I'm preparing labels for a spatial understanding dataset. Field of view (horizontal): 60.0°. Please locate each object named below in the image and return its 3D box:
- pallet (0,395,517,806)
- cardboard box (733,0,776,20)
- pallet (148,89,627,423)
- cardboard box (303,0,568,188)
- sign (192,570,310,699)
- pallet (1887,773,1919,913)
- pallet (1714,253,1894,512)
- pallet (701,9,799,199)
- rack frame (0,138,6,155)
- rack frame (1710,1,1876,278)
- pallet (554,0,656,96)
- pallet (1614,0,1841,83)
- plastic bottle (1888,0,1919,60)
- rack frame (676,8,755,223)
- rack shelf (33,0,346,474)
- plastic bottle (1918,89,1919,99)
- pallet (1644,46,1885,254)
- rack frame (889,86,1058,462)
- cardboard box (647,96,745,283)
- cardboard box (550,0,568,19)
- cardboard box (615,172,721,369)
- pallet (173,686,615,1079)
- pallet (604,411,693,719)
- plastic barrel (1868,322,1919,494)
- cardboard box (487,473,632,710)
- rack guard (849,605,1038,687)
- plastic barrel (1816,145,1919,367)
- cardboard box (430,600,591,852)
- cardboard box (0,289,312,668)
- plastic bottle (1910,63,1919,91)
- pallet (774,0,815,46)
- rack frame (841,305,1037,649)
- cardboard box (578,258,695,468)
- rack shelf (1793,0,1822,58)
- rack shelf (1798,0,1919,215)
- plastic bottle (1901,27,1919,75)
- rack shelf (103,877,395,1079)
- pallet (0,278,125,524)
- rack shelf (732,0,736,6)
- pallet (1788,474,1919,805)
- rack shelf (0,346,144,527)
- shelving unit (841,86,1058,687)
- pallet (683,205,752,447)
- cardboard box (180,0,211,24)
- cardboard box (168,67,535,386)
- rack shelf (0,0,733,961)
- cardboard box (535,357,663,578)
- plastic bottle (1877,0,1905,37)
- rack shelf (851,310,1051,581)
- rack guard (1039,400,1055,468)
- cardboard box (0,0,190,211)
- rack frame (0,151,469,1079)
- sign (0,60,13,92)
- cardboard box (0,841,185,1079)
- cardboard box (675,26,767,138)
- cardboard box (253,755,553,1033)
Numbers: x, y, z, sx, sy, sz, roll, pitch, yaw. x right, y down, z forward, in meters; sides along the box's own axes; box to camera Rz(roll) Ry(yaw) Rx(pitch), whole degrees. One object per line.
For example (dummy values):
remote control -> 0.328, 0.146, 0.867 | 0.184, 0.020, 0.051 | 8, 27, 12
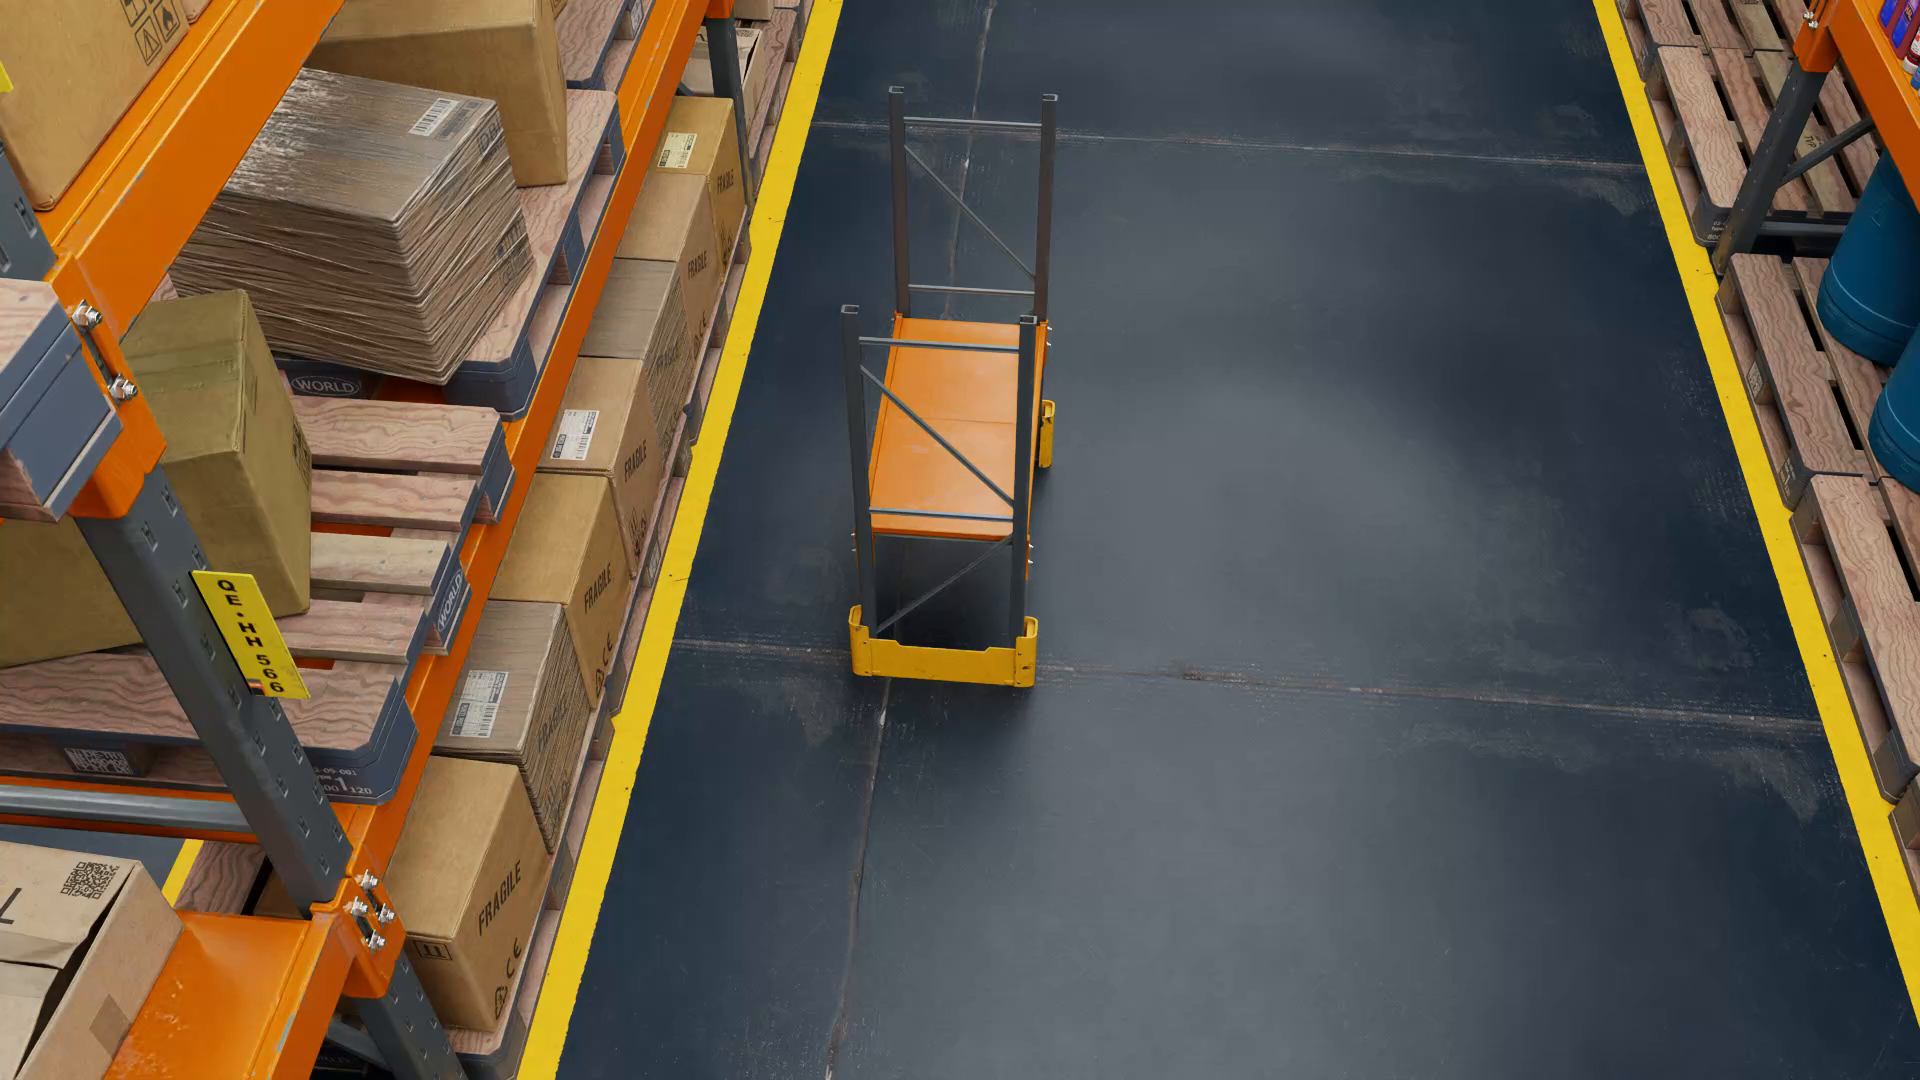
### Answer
pallet -> -1.744, 0.081, 3.773 | 1.213, 0.211, 1.003 | 4, 48, 4
cardboard box -> -1.049, -2.542, 7.665 | 0.380, 0.166, 0.250 | 4, 48, 4
pallet -> -1.563, -0.845, 4.620 | 1.003, 0.211, 1.213 | 4, 48, 4
cardboard box -> -1.471, -1.293, 4.548 | 0.700, 0.500, 0.500 | -7, 48, -6
sign -> -1.183, 0.163, 2.783 | 0.100, 0.325, 0.005 | 4, 48, 4
pallet -> 3.227, 1.214, 4.496 | 1.003, 0.211, 1.213 | 4, 48, 4
pallet -> 3.449, -0.579, 6.136 | 1.003, 0.211, 1.213 | 4, 48, 4
pallet -> -1.308, -1.983, 7.421 | 1.003, 0.211, 1.213 | 4, 48, 4
rack frame -> -1.736, -1.505, 1.029 | 1.000, 3.000, 0.127 | 4, 48, 4
rack frame -> 3.561, -2.084, 5.623 | 1.000, 3.000, 0.127 | 4, 48, 4
pallet -> -1.553, -1.775, 5.471 | 1.003, 0.211, 1.213 | 4, 48, 4
pallet -> 3.698, -2.585, 7.971 | 1.003, 0.211, 1.213 | 4, 48, 4
plastic bottle -> 3.091, -1.706, 5.357 | 0.061, 0.283, 0.133 | 4, 48, 4
rack frame -> -1.371, -2.420, 5.931 | 1.000, 3.000, 0.127 | 4, 48, 4
rack shelf -> -1.553, -1.720, 3.745 | 1.077, 0.370, 4.000 | 4, 48, 4
plastic bottle -> 3.106, -1.459, 5.136 | 0.152, 0.276, 0.135 | 4, 48, 4
pallet -> 3.590, -1.686, 7.149 | 1.003, 0.211, 1.213 | 4, 48, 4
rack frame -> 0.039, -0.817, 5.481 | 0.500, 1.500, 0.032 | 4, 48, 4
cardboard box -> -1.131, -1.343, 6.341 | 0.500, 0.500, 0.500 | 4, 48, 3
cardboard box -> -1.637, -1.753, 4.968 | 0.700, 0.500, 0.500 | 11, 48, 10
cardboard box -> -1.184, -0.980, 6.010 | 0.500, 0.500, 0.500 | 4, 48, 4
pallet -> -1.630, 0.914, 4.771 | 1.003, 0.211, 1.213 | 4, 48, 4
pallet -> -1.516, 0.020, 5.588 | 1.003, 0.211, 1.213 | 4, 48, 4
plastic barrel -> 3.430, -0.599, 5.402 | 0.600, 0.901, 0.708 | 4, 48, 4
cardboard box -> -1.317, 0.146, 4.980 | 0.500, 0.500, 0.500 | 3, 48, 3
rack guard -> -0.052, 0.338, 5.272 | 0.587, 0.250, 0.087 | 4, 48, 4
plastic barrel -> 3.495, -1.119, 5.878 | 0.600, 0.901, 0.708 | 4, 48, 4
cardboard box -> -1.367, 0.514, 4.643 | 0.500, 0.500, 0.500 | 2, 48, 2
cardboard box -> -1.790, -0.127, 3.481 | 0.700, 0.500, 0.500 | -11, 48, -10
plastic bottle -> 3.090, -1.544, 5.217 | 0.097, 0.271, 0.097 | 0, 48, 0
pallet -> -1.199, -2.882, 8.243 | 1.003, 0.211, 1.213 | 4, 48, 4
rack frame -> -0.054, -0.070, 4.798 | 0.500, 1.500, 0.032 | 4, 48, 4
cardboard box -> -1.230, -0.612, 5.673 | 0.500, 0.500, 0.500 | 4, 48, 4
rack shelf -> 3.744, -3.311, 7.233 | 1.077, 0.370, 4.000 | 4, 48, 4
rack shelf -> 3.379, -0.372, 4.545 | 1.077, 0.370, 4.000 | 4, 48, 4
plastic bottle -> 3.099, -1.592, 5.308 | 0.097, 0.201, 0.097 | 0, 48, 0
rack shelf -> -1.918, 2.232, 2.164 | 1.077, 0.370, 4.000 | 4, 48, 4
pallet -> -1.708, 0.075, 1.743 | 1.213, 0.211, 1.003 | 6, 48, 5
rack shelf -> -1.189, -3.647, 7.540 | 1.077, 0.370, 4.000 | 4, 48, 4
pallet -> 3.341, 0.320, 5.314 | 1.003, 0.211, 1.213 | 4, 48, 4
rack shelf -> -1.918, 1.219, 1.057 | 1.077, 0.370, 4.000 | 4, 48, 4
shelving unit -> -0.007, -0.450, 5.145 | 0.587, 1.500, 1.083 | 4, 48, 4
pallet -> -1.408, -0.879, 6.411 | 1.003, 0.211, 1.213 | 4, 48, 4
cardboard box -> -1.683, -1.224, 2.737 | 0.910, 0.500, 0.500 | 4, 48, 4
cardboard box -> -1.517, -0.786, 4.084 | 0.700, 0.500, 0.500 | 12, 49, 11
rack shelf -> -1.553, -0.708, 4.852 | 1.077, 0.370, 4.000 | 4, 48, 4
cardboard box -> -1.274, -0.238, 5.331 | 0.500, 0.500, 0.500 | 2, 48, 2
plastic bottle -> 3.103, -1.804, 5.446 | 0.061, 0.283, 0.133 | 4, 48, 4
rack shelf -> -0.008, -0.322, 5.272 | 0.538, 0.185, 1.000 | 4, 48, 4
rack guard -> 0.038, -0.394, 5.941 | 0.587, 0.250, 0.087 | 4, 48, 4
cardboard box -> -1.729, -0.850, 2.394 | 0.910, 0.500, 0.500 | 4, 48, 4
rack frame -> -1.736, 0.519, 3.242 | 1.000, 3.000, 0.127 | 4, 48, 4
sign -> -1.184, -0.651, 1.876 | 0.100, 0.325, 0.005 | 4, 48, 4
cardboard box -> -1.812, 0.814, 3.033 | 0.500, 0.311, 0.500 | 7, 48, 6
cardboard box -> -1.117, -1.955, 7.029 | 0.500, 0.311, 0.500 | 4, 48, 4
cardboard box -> -1.410, 0.899, 4.291 | 0.500, 0.500, 0.500 | 6, 48, 5
